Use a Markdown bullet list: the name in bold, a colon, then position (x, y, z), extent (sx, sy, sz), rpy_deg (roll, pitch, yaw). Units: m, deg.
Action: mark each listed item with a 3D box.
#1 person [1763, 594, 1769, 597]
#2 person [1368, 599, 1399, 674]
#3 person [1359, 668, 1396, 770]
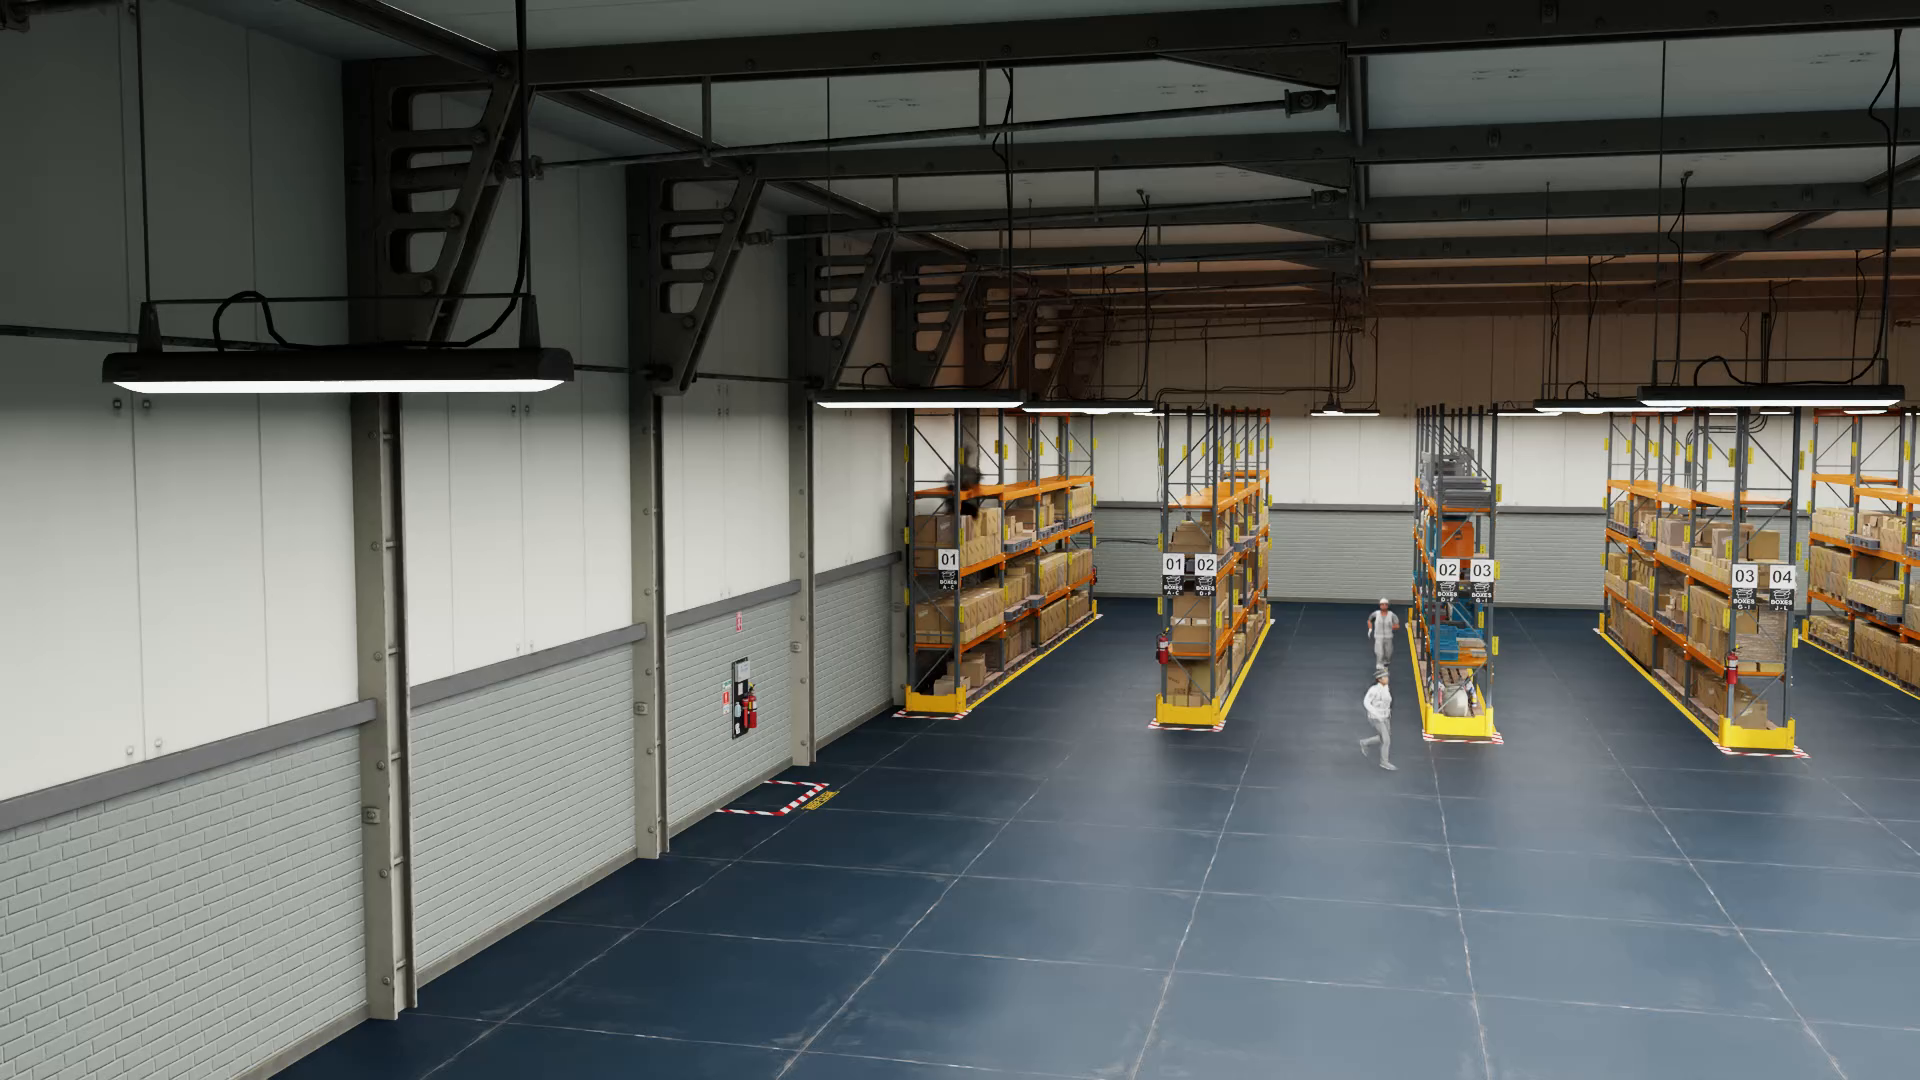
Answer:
- **person**: position (21.070, 1.637, 44.030), extent (0.924, 1.722, 0.784), rpy_deg (-3, 5, -34)
- **person**: position (9.237, 2.159, 36.259), extent (0.659, 1.773, 1.003), rpy_deg (1, 4, 9)
- **person**: position (6.842, 2.919, 27.305), extent (0.650, 1.668, 0.642), rpy_deg (4, 6, 44)
